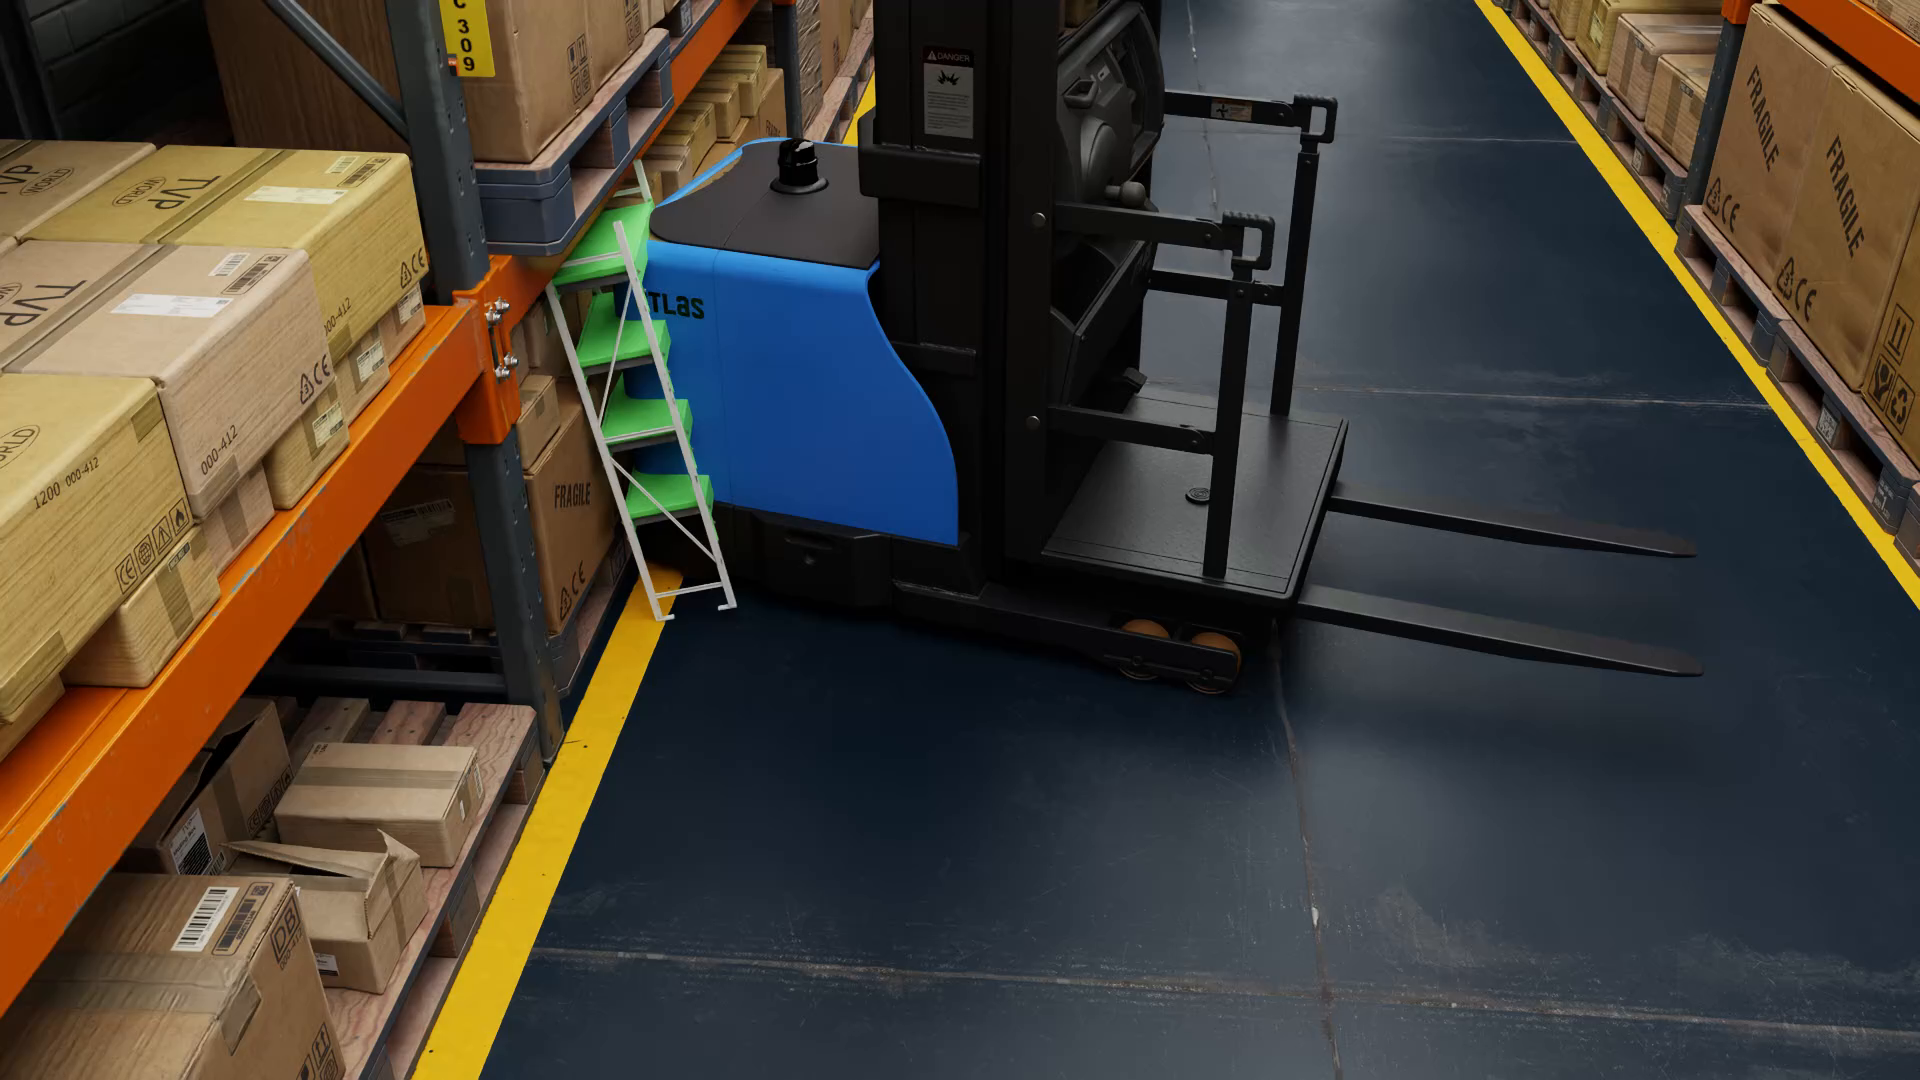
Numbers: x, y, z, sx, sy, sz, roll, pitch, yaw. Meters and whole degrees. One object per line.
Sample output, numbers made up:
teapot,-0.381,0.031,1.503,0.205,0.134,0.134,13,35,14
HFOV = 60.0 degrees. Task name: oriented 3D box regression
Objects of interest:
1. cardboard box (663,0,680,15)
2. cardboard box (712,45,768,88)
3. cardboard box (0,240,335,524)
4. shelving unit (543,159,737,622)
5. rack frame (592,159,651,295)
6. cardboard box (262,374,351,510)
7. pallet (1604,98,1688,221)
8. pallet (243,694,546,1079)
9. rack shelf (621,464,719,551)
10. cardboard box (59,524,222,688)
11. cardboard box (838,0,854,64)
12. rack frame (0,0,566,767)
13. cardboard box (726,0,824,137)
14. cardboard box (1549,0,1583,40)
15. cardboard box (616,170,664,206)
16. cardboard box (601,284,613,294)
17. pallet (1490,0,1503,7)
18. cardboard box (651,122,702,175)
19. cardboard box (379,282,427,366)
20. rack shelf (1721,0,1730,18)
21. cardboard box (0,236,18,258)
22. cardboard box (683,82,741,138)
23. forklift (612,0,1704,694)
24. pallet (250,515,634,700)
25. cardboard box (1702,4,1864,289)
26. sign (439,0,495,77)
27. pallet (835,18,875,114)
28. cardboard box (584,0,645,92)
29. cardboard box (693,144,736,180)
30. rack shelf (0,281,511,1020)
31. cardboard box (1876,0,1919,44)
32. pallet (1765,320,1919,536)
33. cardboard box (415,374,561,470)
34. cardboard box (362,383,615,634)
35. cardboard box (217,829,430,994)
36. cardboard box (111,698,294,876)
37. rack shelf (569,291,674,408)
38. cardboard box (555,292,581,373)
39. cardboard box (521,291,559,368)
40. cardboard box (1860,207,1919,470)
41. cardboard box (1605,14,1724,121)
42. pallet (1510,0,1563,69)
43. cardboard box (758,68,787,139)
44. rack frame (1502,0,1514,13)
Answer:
cardboard box,-1.180,-1.891,4.964,0.700,0.500,0.500,2,32,4
cardboard box,-1.010,-1.959,6.933,0.380,0.149,0.250,1,32,2
cardboard box,-1.373,-0.269,2.686,0.500,0.250,0.500,3,32,4
shelving unit,-0.891,-0.413,4.755,0.258,1.200,0.503,-11,31,2
rack frame,-0.906,-0.540,4.963,0.240,1.200,0.015,-11,31,2
cardboard box,-1.319,-0.187,2.933,0.380,0.149,0.250,3,32,5
pallet,3.790,-1.848,8.048,1.003,0.211,1.213,2,32,4
pallet,-1.605,0.801,3.749,1.003,0.211,1.213,2,32,4
rack shelf,-0.837,-0.160,4.913,0.258,0.148,0.480,-11,31,2
cardboard box,-1.360,0.084,2.494,0.380,0.149,0.250,2,32,3
cardboard box,-1.058,-3.024,9.162,0.875,0.625,0.625,1,32,2
rack frame,-1.548,-0.745,3.600,1.000,3.000,0.127,2,32,4
cardboard box,-1.158,-2.330,8.035,0.875,0.625,0.625,3,32,6
cardboard box,3.955,-3.128,9.571,0.950,0.372,0.625,4,32,7
cardboard box,-1.217,-1.140,5.605,0.380,0.149,0.250,3,32,4
cardboard box,-1.233,-0.868,5.164,0.380,0.149,0.250,2,32,4
pallet,4.070,-3.884,11.351,1.003,0.211,1.213,2,32,4
cardboard box,-1.154,-1.412,6.046,0.380,0.149,0.250,2,32,3
cardboard box,-1.323,-0.461,3.378,0.380,0.149,0.250,3,32,5
rack shelf,3.888,-3.366,8.539,1.077,0.370,4.000,2,32,4
cardboard box,-1.892,-0.298,2.734,0.500,0.250,0.500,2,32,4
cardboard box,-1.067,-1.679,6.479,0.380,0.149,0.250,1,32,2
forklift,0.588,-1.140,4.306,3.031,2.935,1.130,10,33,16
pallet,-1.520,0.015,5.025,1.003,0.211,1.213,2,32,4
cardboard box,3.586,-1.543,6.520,0.875,0.875,0.875,2,32,4
sign,-1.007,-1.095,3.342,0.100,0.325,0.005,2,32,4
pallet,-1.015,-2.715,9.454,1.003,0.211,1.213,2,32,4
cardboard box,-1.244,-1.481,4.298,0.700,0.500,0.500,3,32,5
cardboard box,-1.134,-1.186,6.298,0.500,0.500,0.500,4,32,6
rack shelf,-1.711,0.607,2.092,1.077,0.370,4.000,2,32,4
cardboard box,3.361,-1.774,5.413,0.500,0.250,0.500,3,32,6
pallet,3.484,-0.394,5.689,1.003,0.211,1.213,2,32,4
cardboard box,-1.254,-0.312,4.262,0.380,0.149,0.250,4,32,6
cardboard box,-1.285,-0.103,4.541,0.500,0.500,0.500,4,32,6
cardboard box,-1.330,0.730,3.411,0.396,0.266,0.258,4,32,6
cardboard box,-1.838,0.556,3.651,0.500,0.311,0.500,4,32,6
rack shelf,-0.922,-0.561,4.663,0.258,0.148,0.480,-11,31,2
cardboard box,-1.299,-0.595,4.721,0.380,0.149,0.250,1,32,1
cardboard box,-1.281,-0.577,4.407,0.380,0.149,0.250,1,32,2
cardboard box,3.436,-0.610,5.005,0.875,0.875,0.875,3,32,5
cardboard box,3.833,-2.368,8.338,0.950,0.372,0.625,2,32,3
pallet,3.989,-3.124,10.118,1.003,0.211,1.213,2,32,4
cardboard box,-1.043,-1.721,7.166,0.500,0.500,0.500,3,32,5
rack frame,4.050,-4.718,10.047,1.000,3.000,0.127,2,32,4
